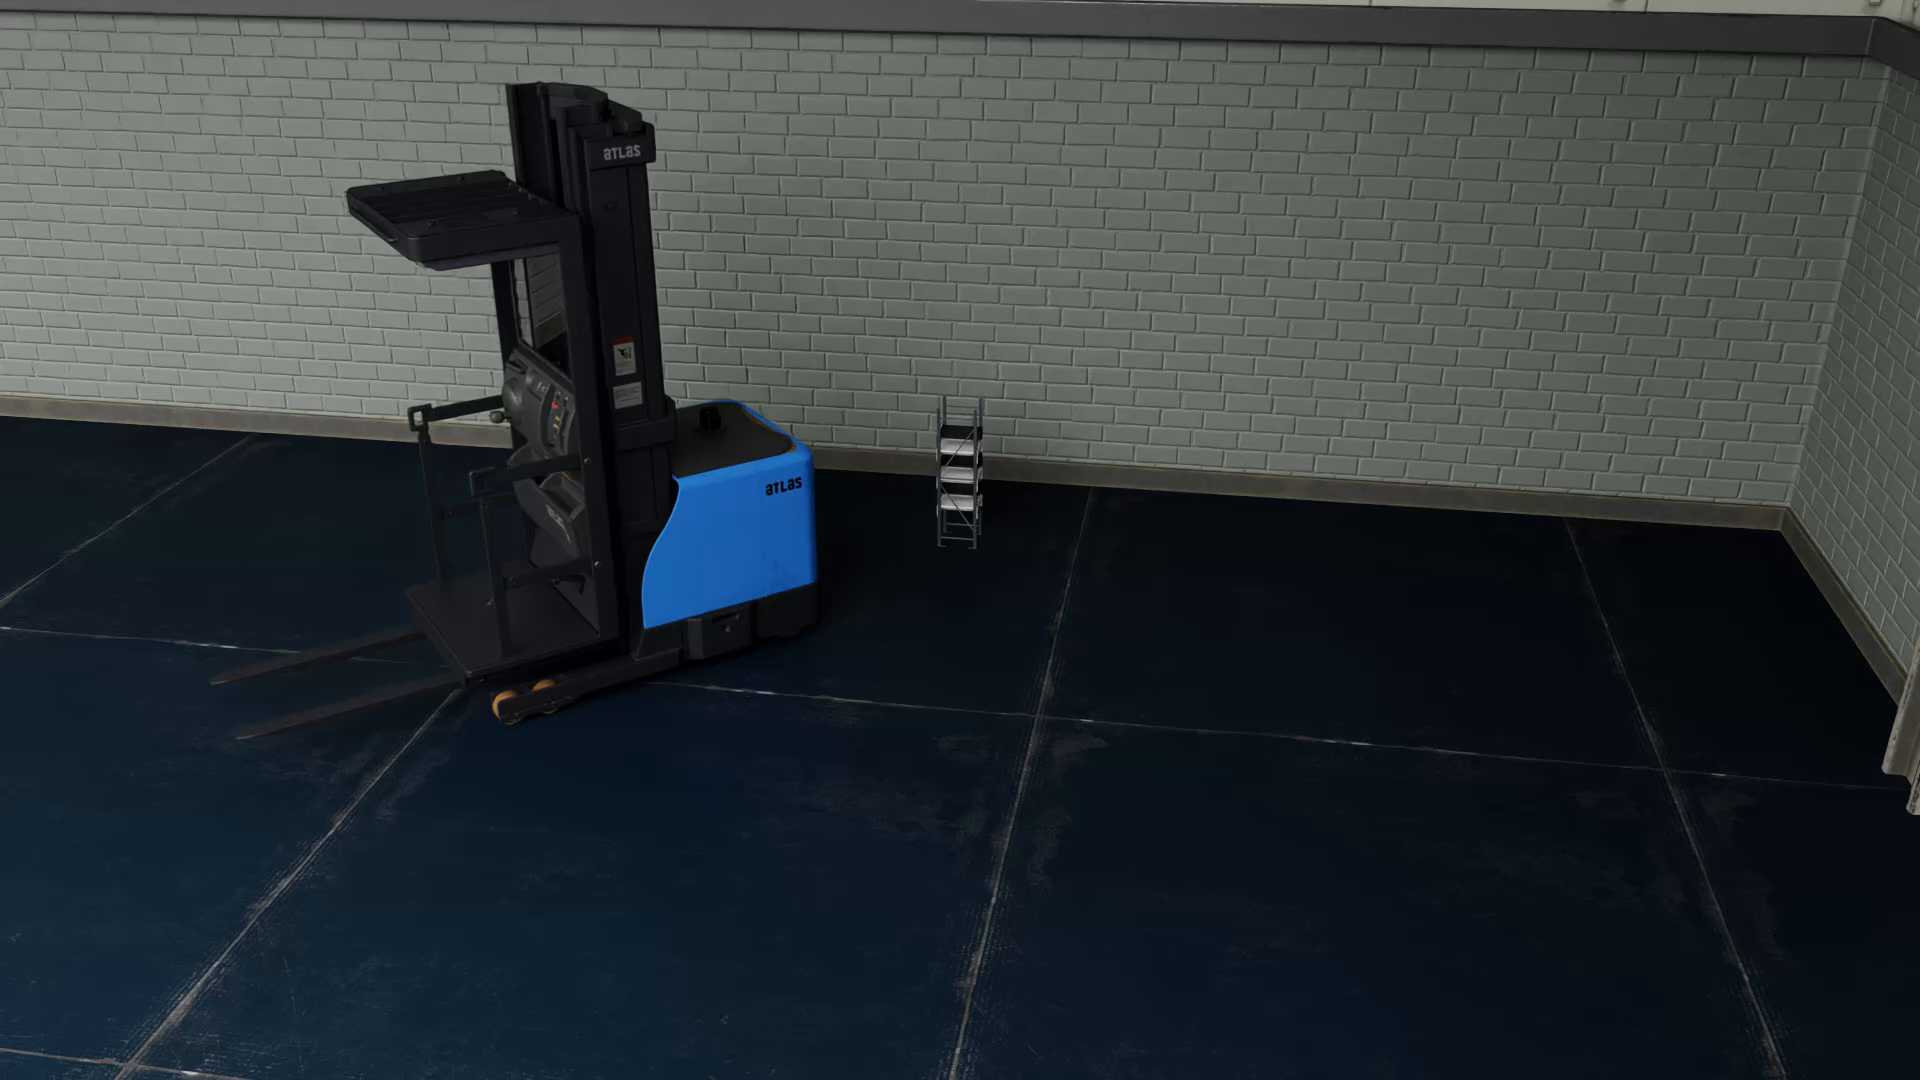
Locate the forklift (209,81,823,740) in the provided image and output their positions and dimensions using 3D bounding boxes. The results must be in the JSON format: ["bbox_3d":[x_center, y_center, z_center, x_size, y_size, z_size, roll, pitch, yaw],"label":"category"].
[{"bbox_3d":[-2.274,-0.664,8.212,3.031,2.935,1.130,-15,29,-29],"label":"forklift"}]

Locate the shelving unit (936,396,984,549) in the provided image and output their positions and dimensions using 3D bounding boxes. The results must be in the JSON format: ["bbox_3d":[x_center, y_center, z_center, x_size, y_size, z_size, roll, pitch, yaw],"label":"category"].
[{"bbox_3d":[-0.001,-0.404,10.052,0.258,0.900,0.210,4,25,9],"label":"shelving unit"}]

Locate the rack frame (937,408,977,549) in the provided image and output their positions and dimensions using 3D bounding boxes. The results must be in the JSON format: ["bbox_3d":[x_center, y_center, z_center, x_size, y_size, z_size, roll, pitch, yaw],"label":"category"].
[{"bbox_3d":[-0.018,-0.362,9.961,0.240,0.900,0.006,4,25,9],"label":"rack frame"}]

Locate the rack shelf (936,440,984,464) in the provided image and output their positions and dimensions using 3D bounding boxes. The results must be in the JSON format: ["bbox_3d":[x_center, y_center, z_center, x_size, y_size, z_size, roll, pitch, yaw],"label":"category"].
[{"bbox_3d":[-0.001,-0.537,9.990,0.258,0.077,0.200,4,25,9],"label":"rack shelf"}]

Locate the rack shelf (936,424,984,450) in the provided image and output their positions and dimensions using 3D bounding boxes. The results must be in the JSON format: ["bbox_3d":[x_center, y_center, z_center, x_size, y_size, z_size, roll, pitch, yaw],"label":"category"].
[{"bbox_3d":[-0.001,-0.619,9.952,0.258,0.077,0.200,4,25,9],"label":"rack shelf"}]

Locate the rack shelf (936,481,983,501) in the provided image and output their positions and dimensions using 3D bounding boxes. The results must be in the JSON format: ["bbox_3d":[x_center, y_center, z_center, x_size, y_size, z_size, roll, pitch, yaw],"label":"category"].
[{"bbox_3d":[-0.001,-0.292,10.104,0.258,0.077,0.200,4,25,9],"label":"rack shelf"}]

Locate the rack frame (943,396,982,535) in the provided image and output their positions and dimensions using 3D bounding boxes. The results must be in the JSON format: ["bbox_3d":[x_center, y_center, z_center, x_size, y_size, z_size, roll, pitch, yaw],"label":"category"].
[{"bbox_3d":[0.015,-0.447,10.143,0.240,0.900,0.006,4,25,9],"label":"rack frame"}]

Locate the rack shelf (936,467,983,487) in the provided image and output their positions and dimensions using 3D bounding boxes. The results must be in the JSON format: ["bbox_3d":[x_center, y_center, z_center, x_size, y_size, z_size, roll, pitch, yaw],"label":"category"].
[{"bbox_3d":[-0.001,-0.374,10.066,0.258,0.077,0.200,4,25,9],"label":"rack shelf"}]

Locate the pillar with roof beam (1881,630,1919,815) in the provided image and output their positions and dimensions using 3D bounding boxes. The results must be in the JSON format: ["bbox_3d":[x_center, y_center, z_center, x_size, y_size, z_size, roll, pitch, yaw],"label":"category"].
[{"bbox_3d":[0.268,-3.197,6.466,9.100,9.000,0.400,4,25,9],"label":"pillar with roof beam"}]

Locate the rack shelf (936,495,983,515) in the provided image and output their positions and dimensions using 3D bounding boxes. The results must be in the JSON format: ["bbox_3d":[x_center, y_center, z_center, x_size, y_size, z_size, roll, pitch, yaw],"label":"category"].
[{"bbox_3d":[-0.001,-0.211,10.142,0.258,0.077,0.200,4,25,9],"label":"rack shelf"}]

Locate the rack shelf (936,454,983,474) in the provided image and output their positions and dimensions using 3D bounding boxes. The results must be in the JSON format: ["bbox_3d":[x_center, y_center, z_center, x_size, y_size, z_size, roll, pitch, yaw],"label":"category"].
[{"bbox_3d":[-0.001,-0.455,10.028,0.258,0.077,0.200,4,25,9],"label":"rack shelf"}]
